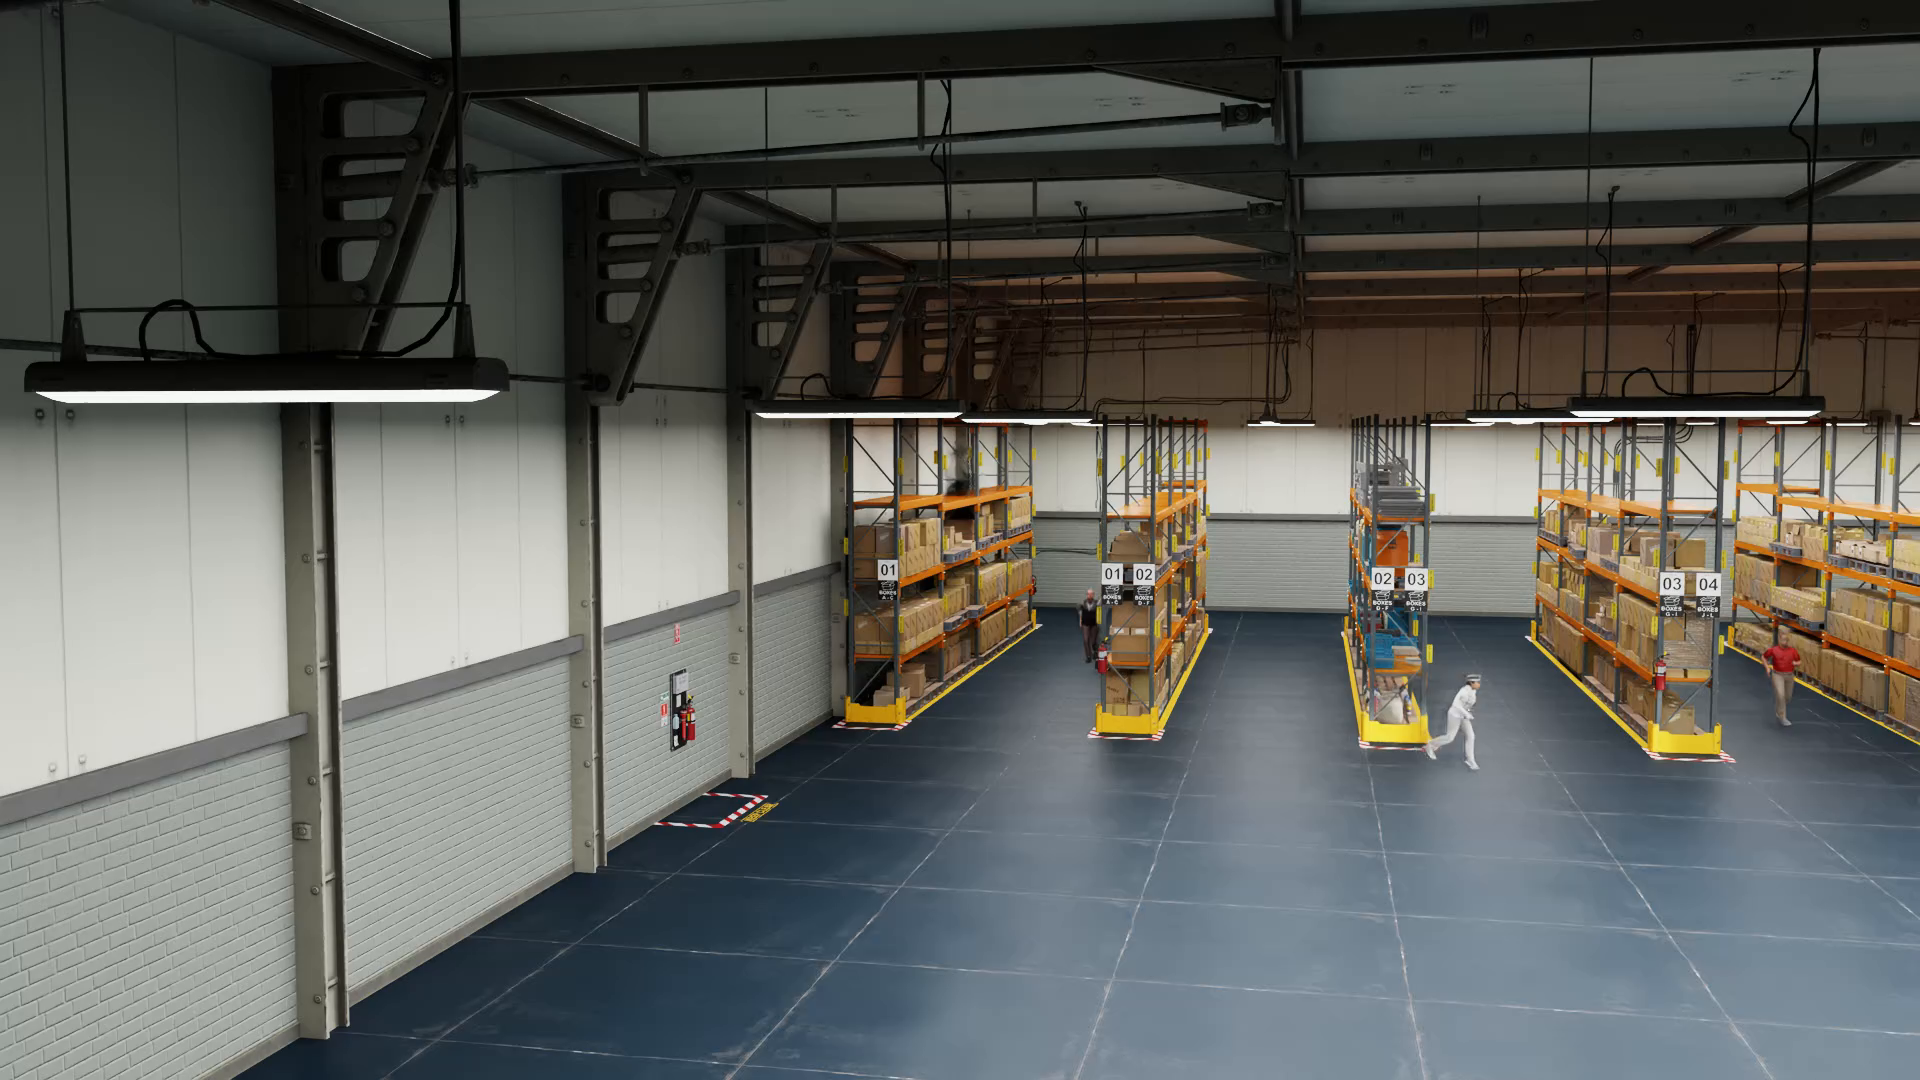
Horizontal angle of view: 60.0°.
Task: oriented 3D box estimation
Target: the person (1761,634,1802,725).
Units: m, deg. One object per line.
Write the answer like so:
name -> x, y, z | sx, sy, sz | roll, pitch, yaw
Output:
person -> 16.015, 2.684, 32.368 | 0.664, 1.711, 0.991 | 0, 4, 3

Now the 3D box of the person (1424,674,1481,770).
person -> 8.414, 3.059, 28.279 | 0.940, 1.635, 0.651 | 3, 5, 34

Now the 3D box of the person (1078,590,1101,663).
person -> 3.059, 2.007, 38.934 | 0.645, 1.698, 0.673 | 1, 4, 14
